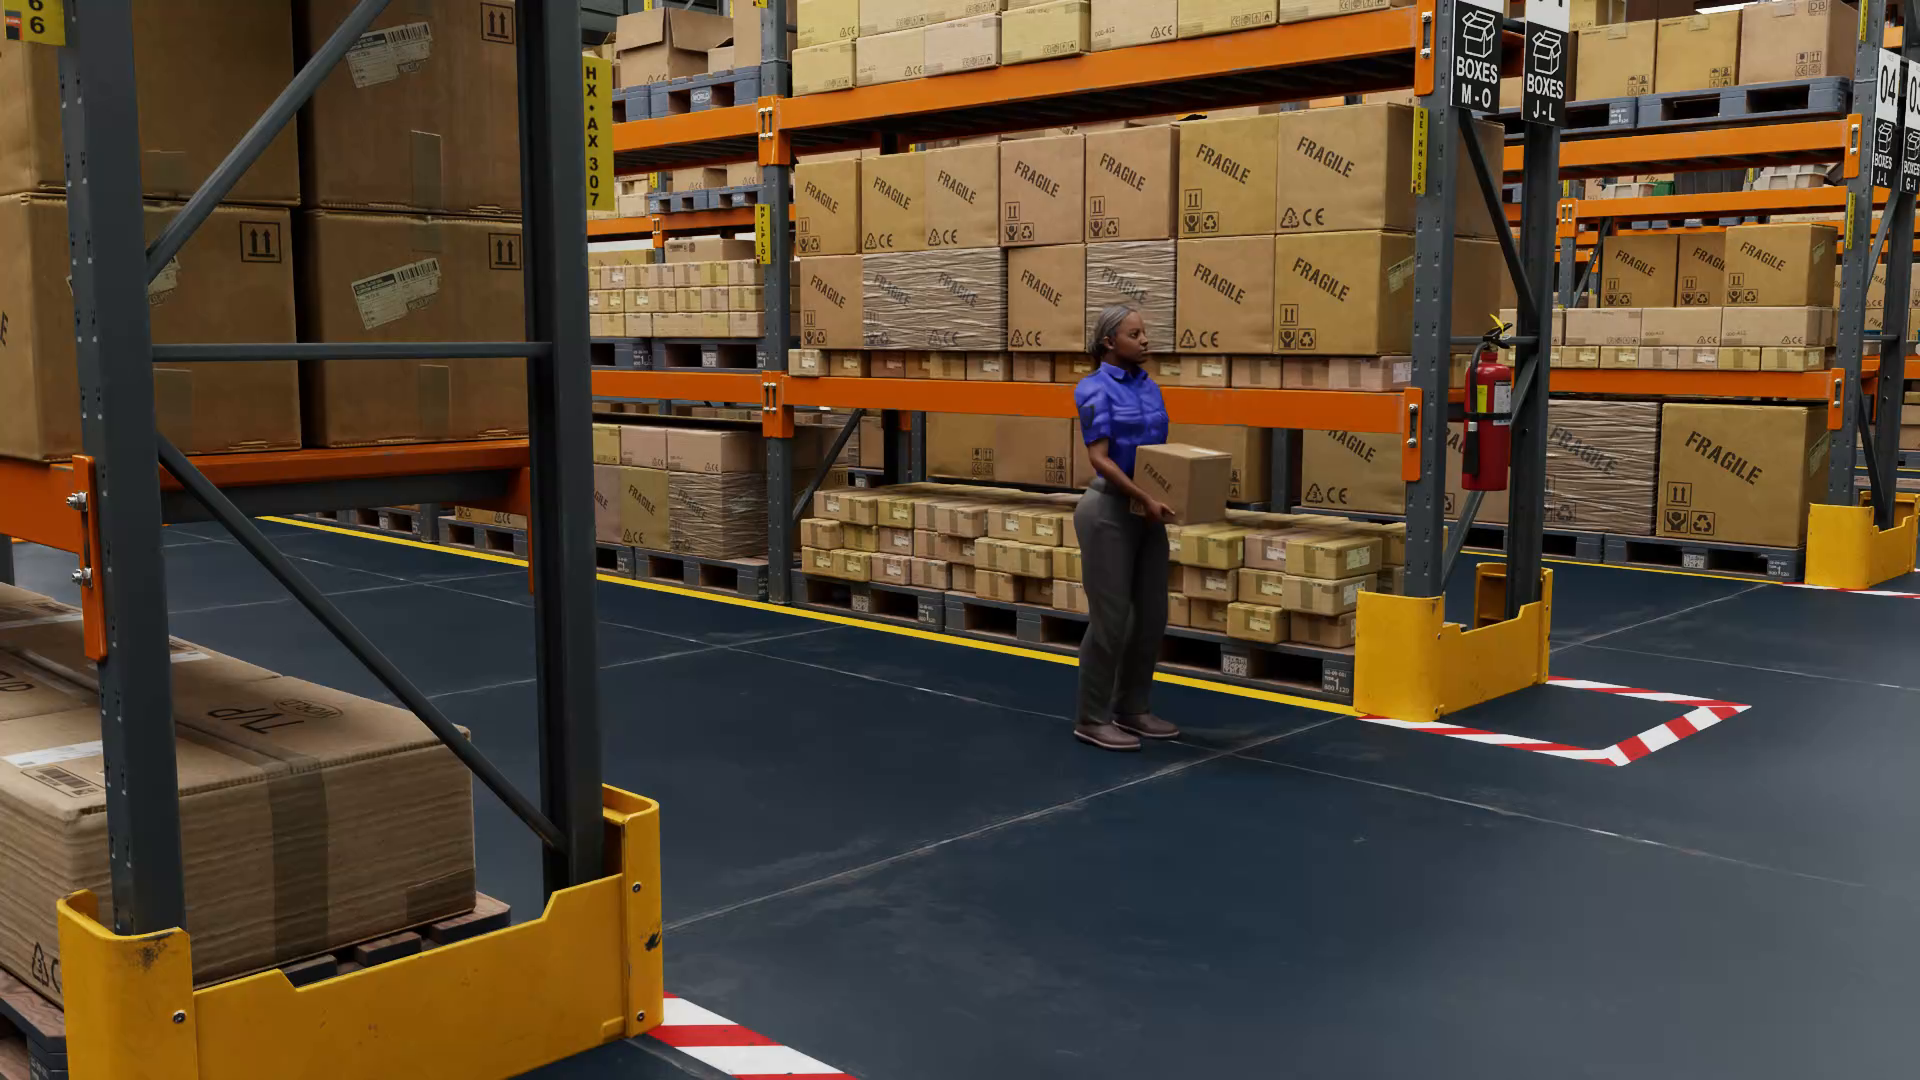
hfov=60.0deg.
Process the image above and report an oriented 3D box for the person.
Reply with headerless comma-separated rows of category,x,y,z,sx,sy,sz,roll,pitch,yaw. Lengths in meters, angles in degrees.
person,0.678,-0.049,6.217,0.518,1.650,0.451,7,10,44
